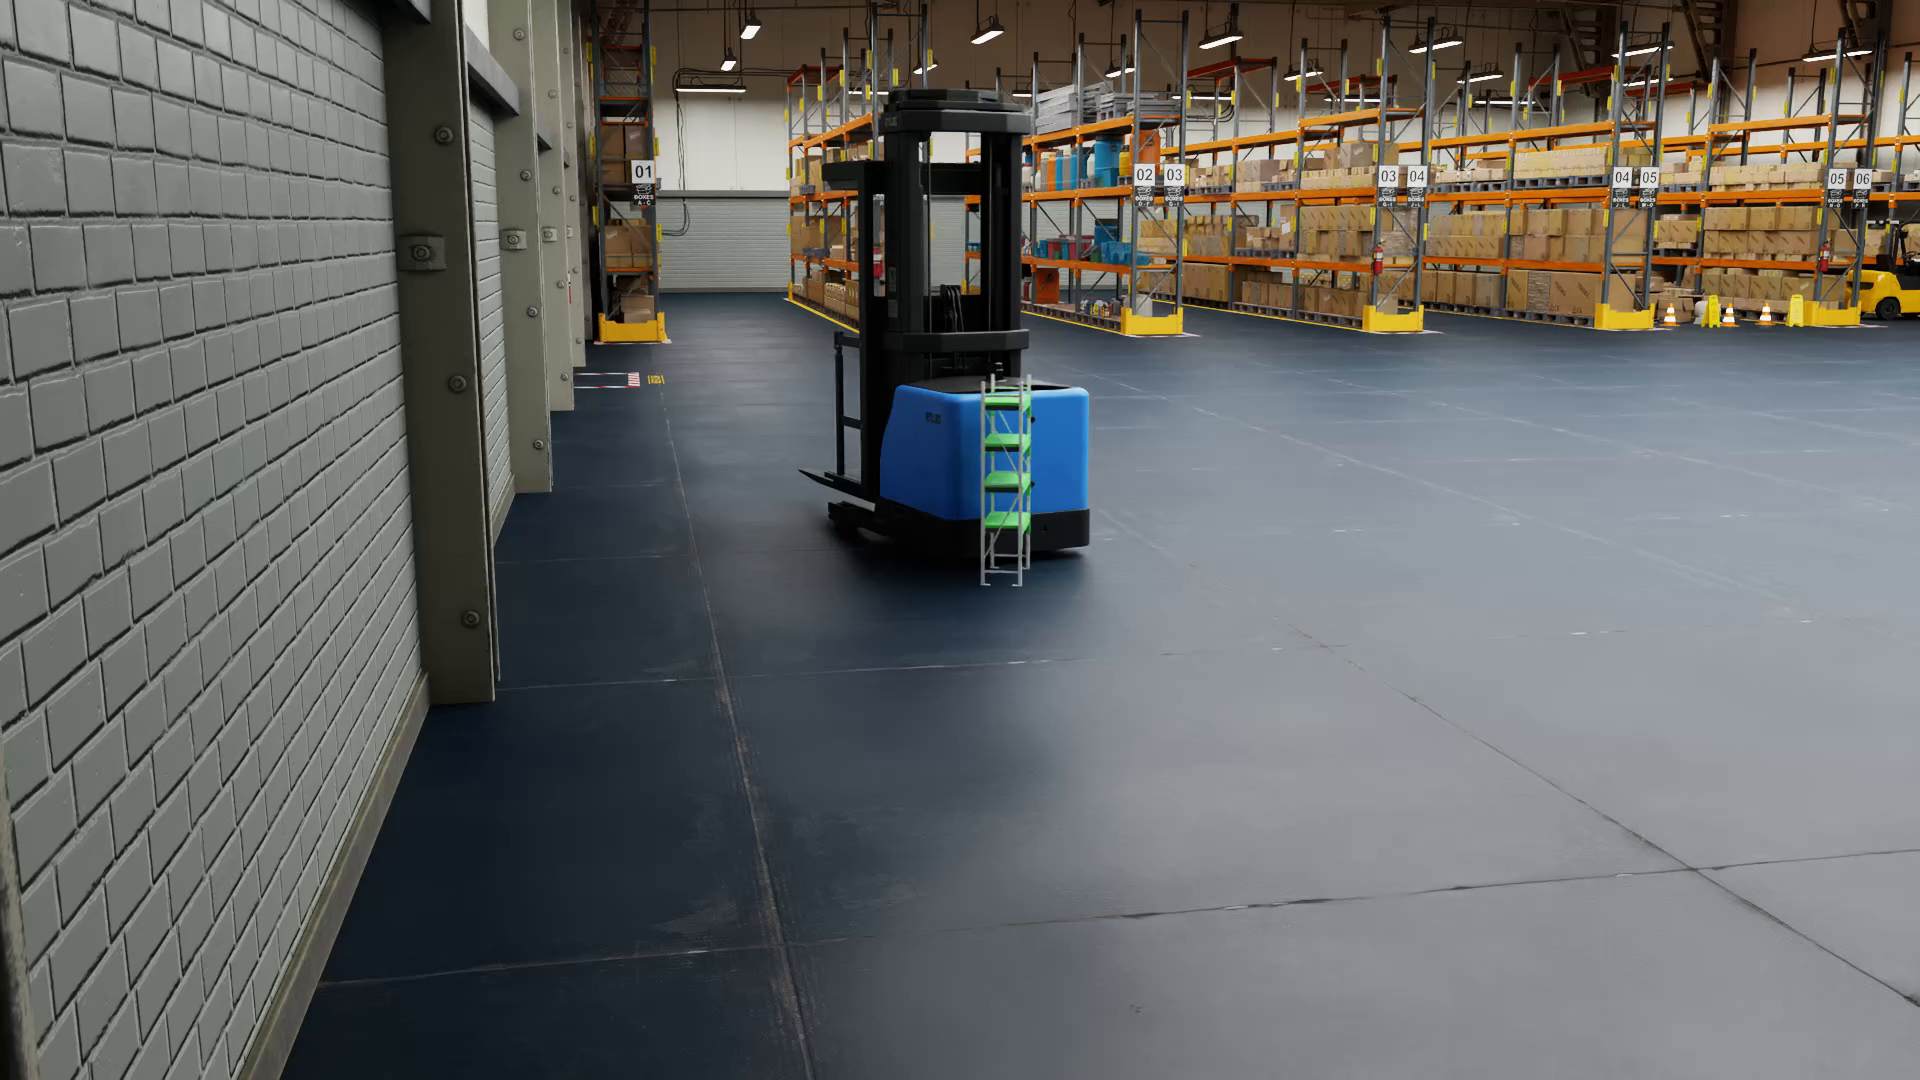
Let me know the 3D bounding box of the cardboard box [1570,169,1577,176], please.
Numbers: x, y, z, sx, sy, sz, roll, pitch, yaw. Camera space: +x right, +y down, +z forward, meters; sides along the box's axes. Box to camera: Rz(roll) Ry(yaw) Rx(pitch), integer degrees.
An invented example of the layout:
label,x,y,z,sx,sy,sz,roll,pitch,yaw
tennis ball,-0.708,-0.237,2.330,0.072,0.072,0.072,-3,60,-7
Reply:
label,x,y,z,sx,sy,sz,roll,pitch,yaw
cardboard box,12.913,-7.633,34.536,0.380,0.149,0.250,-2,11,-12

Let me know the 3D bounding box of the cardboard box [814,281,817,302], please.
label,x,y,z,sx,sy,sz,roll,pitch,yaw
cardboard box,-3.271,-6.080,40.627,0.500,0.500,0.500,-3,11,-13

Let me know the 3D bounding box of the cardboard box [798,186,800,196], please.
label,x,y,z,sx,sy,sz,roll,pitch,yaw
cardboard box,-3.977,-9.134,43.544,0.500,0.250,0.500,-2,11,-11

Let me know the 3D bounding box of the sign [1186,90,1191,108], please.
label,x,y,z,sx,sy,sz,roll,pitch,yaw
sign,4.305,-8.314,31.368,0.100,0.325,0.005,-2,11,-11

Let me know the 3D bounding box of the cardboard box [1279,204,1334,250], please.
label,x,y,z,sx,sy,sz,roll,pitch,yaw
cardboard box,7.828,-7.016,37.306,1.000,1.000,1.000,-2,11,-11

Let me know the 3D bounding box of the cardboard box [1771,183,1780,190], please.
label,x,y,z,sx,sy,sz,roll,pitch,yaw
cardboard box,17.778,-7.632,35.921,0.380,0.149,0.250,-2,11,-13

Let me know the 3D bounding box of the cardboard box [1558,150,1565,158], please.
label,x,y,z,sx,sy,sz,roll,pitch,yaw
cardboard box,12.813,-8.118,34.954,0.380,0.149,0.250,-2,11,-11

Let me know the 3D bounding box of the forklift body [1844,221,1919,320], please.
label,x,y,z,sx,sy,sz,roll,pitch,yaw
forklift body,21.054,-6.036,37.158,2.313,2.155,1.214,-2,11,-11

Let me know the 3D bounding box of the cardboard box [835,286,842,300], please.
label,x,y,z,sx,sy,sz,roll,pitch,yaw
cardboard box,-2.435,-5.386,36.202,0.500,0.311,0.500,-2,11,-11

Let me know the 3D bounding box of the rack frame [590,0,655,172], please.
label,x,y,z,sx,sy,sz,roll,pitch,yaw
rack frame,-5.953,-8.037,29.355,1.000,3.000,0.127,-2,11,-11

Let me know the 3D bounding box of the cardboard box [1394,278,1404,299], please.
label,x,y,z,sx,sy,sz,roll,pitch,yaw
cardboard box,11.470,-6.444,42.593,0.500,0.500,0.500,-2,11,-9

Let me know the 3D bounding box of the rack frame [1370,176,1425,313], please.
label,x,y,z,sx,sy,sz,roll,pitch,yaw
rack frame,8.623,-5.630,32.755,1.000,3.000,0.127,-2,11,-11

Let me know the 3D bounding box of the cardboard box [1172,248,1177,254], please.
label,x,y,z,sx,sy,sz,roll,pitch,yaw
cardboard box,5.909,-7.752,44.573,0.380,0.149,0.250,-2,11,-11

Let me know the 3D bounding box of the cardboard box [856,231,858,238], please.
label,x,y,z,sx,sy,sz,roll,pitch,yaw
cardboard box,-1.910,-6.222,33.864,0.380,0.149,0.250,-2,11,-13

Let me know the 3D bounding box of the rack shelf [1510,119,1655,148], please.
label,x,y,z,sx,sy,sz,roll,pitch,yaw
rack shelf,13.119,-8.556,35.076,1.077,0.370,4.000,-2,11,-11

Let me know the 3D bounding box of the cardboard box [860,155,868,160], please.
label,x,y,z,sx,sy,sz,roll,pitch,yaw
cardboard box,-1.686,-7.279,32.136,0.500,0.311,0.500,-1,11,-4

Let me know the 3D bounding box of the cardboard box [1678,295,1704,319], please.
label,x,y,z,sx,sy,sz,roll,pitch,yaw
cardboard box,16.440,-5.251,37.444,0.500,0.500,0.500,6,12,28

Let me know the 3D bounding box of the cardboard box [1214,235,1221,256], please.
label,x,y,z,sx,sy,sz,roll,pitch,yaw
cardboard box,6.637,-7.320,41.364,0.500,0.500,0.500,-2,11,-12

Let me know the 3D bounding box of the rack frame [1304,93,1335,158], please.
label,x,y,z,sx,sy,sz,roll,pitch,yaw
rack frame,10.396,-11.674,48.462,1.000,3.000,0.127,-2,11,-11

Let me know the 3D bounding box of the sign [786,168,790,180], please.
label,x,y,z,sx,sy,sz,roll,pitch,yaw
sign,-4.739,-10.088,45.817,0.100,0.325,0.005,-2,11,-11

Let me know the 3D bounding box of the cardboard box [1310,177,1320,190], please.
label,x,y,z,sx,sy,sz,roll,pitch,yaw
cardboard box,7.789,-7.575,35.351,0.500,0.250,0.500,-2,11,-12

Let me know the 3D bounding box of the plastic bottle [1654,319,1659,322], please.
label,x,y,z,sx,sy,sz,roll,pitch,yaw
plastic bottle,14.977,-4.753,36.003,0.133,0.061,0.283,-6,13,-31

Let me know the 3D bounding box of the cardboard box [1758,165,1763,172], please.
label,x,y,z,sx,sy,sz,roll,pitch,yaw
cardboard box,17.690,-8.114,36.323,0.380,0.149,0.250,-2,11,-10

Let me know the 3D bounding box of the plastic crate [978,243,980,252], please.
label,x,y,z,sx,sy,sz,roll,pitch,yaw
plastic crate,0.692,-7.978,45.377,0.416,0.233,0.300,-2,11,-11

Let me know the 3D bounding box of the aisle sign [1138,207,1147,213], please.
label,x,y,z,sx,sy,sz,roll,pitch,yaw
aisle sign,5.203,-9.844,47.941,0.394,0.787,0.004,-2,11,-11

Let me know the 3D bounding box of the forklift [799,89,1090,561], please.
label,x,y,z,sx,sy,sz,roll,pitch,yaw
forklift,-0.277,-1.544,11.470,1.130,2.935,3.031,-5,12,-26

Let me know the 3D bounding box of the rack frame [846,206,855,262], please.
label,x,y,z,sx,sy,sz,roll,pitch,yaw
rack frame,-1.873,-6.004,34.720,1.000,3.000,0.127,-2,11,-11

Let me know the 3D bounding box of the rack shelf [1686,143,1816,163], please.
label,x,y,z,sx,sy,sz,roll,pitch,yaw
rack shelf,21.267,-10.403,44.780,1.077,0.370,4.000,-2,11,-11

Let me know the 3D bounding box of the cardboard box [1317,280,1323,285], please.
label,x,y,z,sx,sy,sz,roll,pitch,yaw
cardboard box,10.467,-7.383,47.669,0.380,0.149,0.250,-3,11,-14

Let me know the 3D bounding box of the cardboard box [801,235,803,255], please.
label,x,y,z,sx,sy,sz,roll,pitch,yaw
cardboard box,-3.879,-7.697,43.349,0.500,0.500,0.500,-2,11,-9

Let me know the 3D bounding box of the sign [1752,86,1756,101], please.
label,x,y,z,sx,sy,sz,roll,pitch,yaw
sign,18.102,-10.185,37.933,0.100,0.325,0.005,-2,11,-11

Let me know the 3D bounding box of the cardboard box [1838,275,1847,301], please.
label,x,y,z,sx,sy,sz,roll,pitch,yaw
cardboard box,22.178,-6.183,40.887,0.875,0.625,0.625,-2,11,-12

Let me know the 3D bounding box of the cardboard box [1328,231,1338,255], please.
label,x,y,z,sx,sy,sz,roll,pitch,yaw
cardboard box,8.187,-6.200,34.686,0.875,0.500,0.500,-2,11,-11

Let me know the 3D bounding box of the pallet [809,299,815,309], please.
label,x,y,z,sx,sy,sz,roll,pitch,yaw
pallet,-3.233,-5.954,41.913,1.003,0.211,1.213,-2,11,-11

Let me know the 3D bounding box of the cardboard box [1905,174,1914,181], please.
label,x,y,z,sx,sy,sz,roll,pitch,yaw
cardboard box,22.223,-8.418,38.658,0.380,0.149,0.250,-2,11,-10

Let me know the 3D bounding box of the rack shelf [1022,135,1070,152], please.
label,x,y,z,sx,sy,sz,roll,pitch,yaw
rack shelf,1.820,-9.681,40.988,1.077,0.370,4.000,-2,11,-11

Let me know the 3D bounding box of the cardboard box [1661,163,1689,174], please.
label,x,y,z,sx,sy,sz,roll,pitch,yaw
cardboard box,17.108,-8.864,39.663,0.500,0.250,0.500,-2,11,-10

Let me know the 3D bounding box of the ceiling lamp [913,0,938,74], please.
label,x,y,z,sx,sy,sz,roll,pitch,yaw
ceiling lamp,-0.615,-13.231,41.031,0.800,3.185,2.000,-2,11,-11

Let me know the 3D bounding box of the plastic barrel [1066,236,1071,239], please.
label,x,y,z,sx,sy,sz,roll,pitch,yaw
plastic barrel,2.618,-6.791,38.556,0.421,0.512,0.421,0,11,0

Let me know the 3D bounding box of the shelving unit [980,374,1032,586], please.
label,x,y,z,sx,sy,sz,roll,pitch,yaw
shelving unit,0.275,-0.366,9.907,0.258,1.200,0.503,1,11,8

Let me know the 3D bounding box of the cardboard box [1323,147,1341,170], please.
label,x,y,z,sx,sy,sz,roll,pitch,yaw
cardboard box,8.183,-8.205,35.860,0.500,0.500,0.500,-2,11,-13

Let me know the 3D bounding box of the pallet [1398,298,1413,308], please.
label,x,y,z,sx,sy,sz,roll,pitch,yaw
pallet,11.801,-6.033,42.328,1.003,0.211,1.213,-2,11,-11

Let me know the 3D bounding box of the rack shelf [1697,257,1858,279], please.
label,x,y,z,sx,sy,sz,roll,pitch,yaw
rack shelf,17.955,-6.004,36.643,1.077,0.370,4.000,-2,11,-11

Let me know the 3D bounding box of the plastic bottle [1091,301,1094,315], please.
label,x,y,z,sx,sy,sz,roll,pitch,yaw
plastic bottle,2.765,-4.836,34.670,0.061,0.283,0.133,-2,11,-8

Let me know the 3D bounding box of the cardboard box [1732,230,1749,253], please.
label,x,y,z,sx,sy,sz,roll,pitch,yaw
cardboard box,17.583,-6.645,37.023,0.500,0.500,0.500,-2,11,-11

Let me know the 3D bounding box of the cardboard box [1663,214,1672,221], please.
label,x,y,z,sx,sy,sz,roll,pitch,yaw
cardboard box,17.031,-7.696,39.688,0.380,0.149,0.250,-3,11,-13

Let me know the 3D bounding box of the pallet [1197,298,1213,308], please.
label,x,y,z,sx,sy,sz,roll,pitch,yaw
pallet,6.754,-6.098,42.672,1.003,0.211,1.213,-2,11,-11

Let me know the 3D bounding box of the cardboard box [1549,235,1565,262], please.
label,x,y,z,sx,sy,sz,roll,pitch,yaw
cardboard box,13.134,-6.235,35.532,0.875,0.550,0.500,-2,11,-11

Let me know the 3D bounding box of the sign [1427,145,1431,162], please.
label,x,y,z,sx,sy,sz,roll,pitch,yaw
sign,9.155,-7.553,32.496,0.100,0.325,0.005,-2,11,-11

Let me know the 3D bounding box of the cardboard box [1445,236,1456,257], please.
label,x,y,z,sx,sy,sz,roll,pitch,yaw
cardboard box,11.974,-7.031,39.845,0.500,0.500,0.500,-2,11,-11
